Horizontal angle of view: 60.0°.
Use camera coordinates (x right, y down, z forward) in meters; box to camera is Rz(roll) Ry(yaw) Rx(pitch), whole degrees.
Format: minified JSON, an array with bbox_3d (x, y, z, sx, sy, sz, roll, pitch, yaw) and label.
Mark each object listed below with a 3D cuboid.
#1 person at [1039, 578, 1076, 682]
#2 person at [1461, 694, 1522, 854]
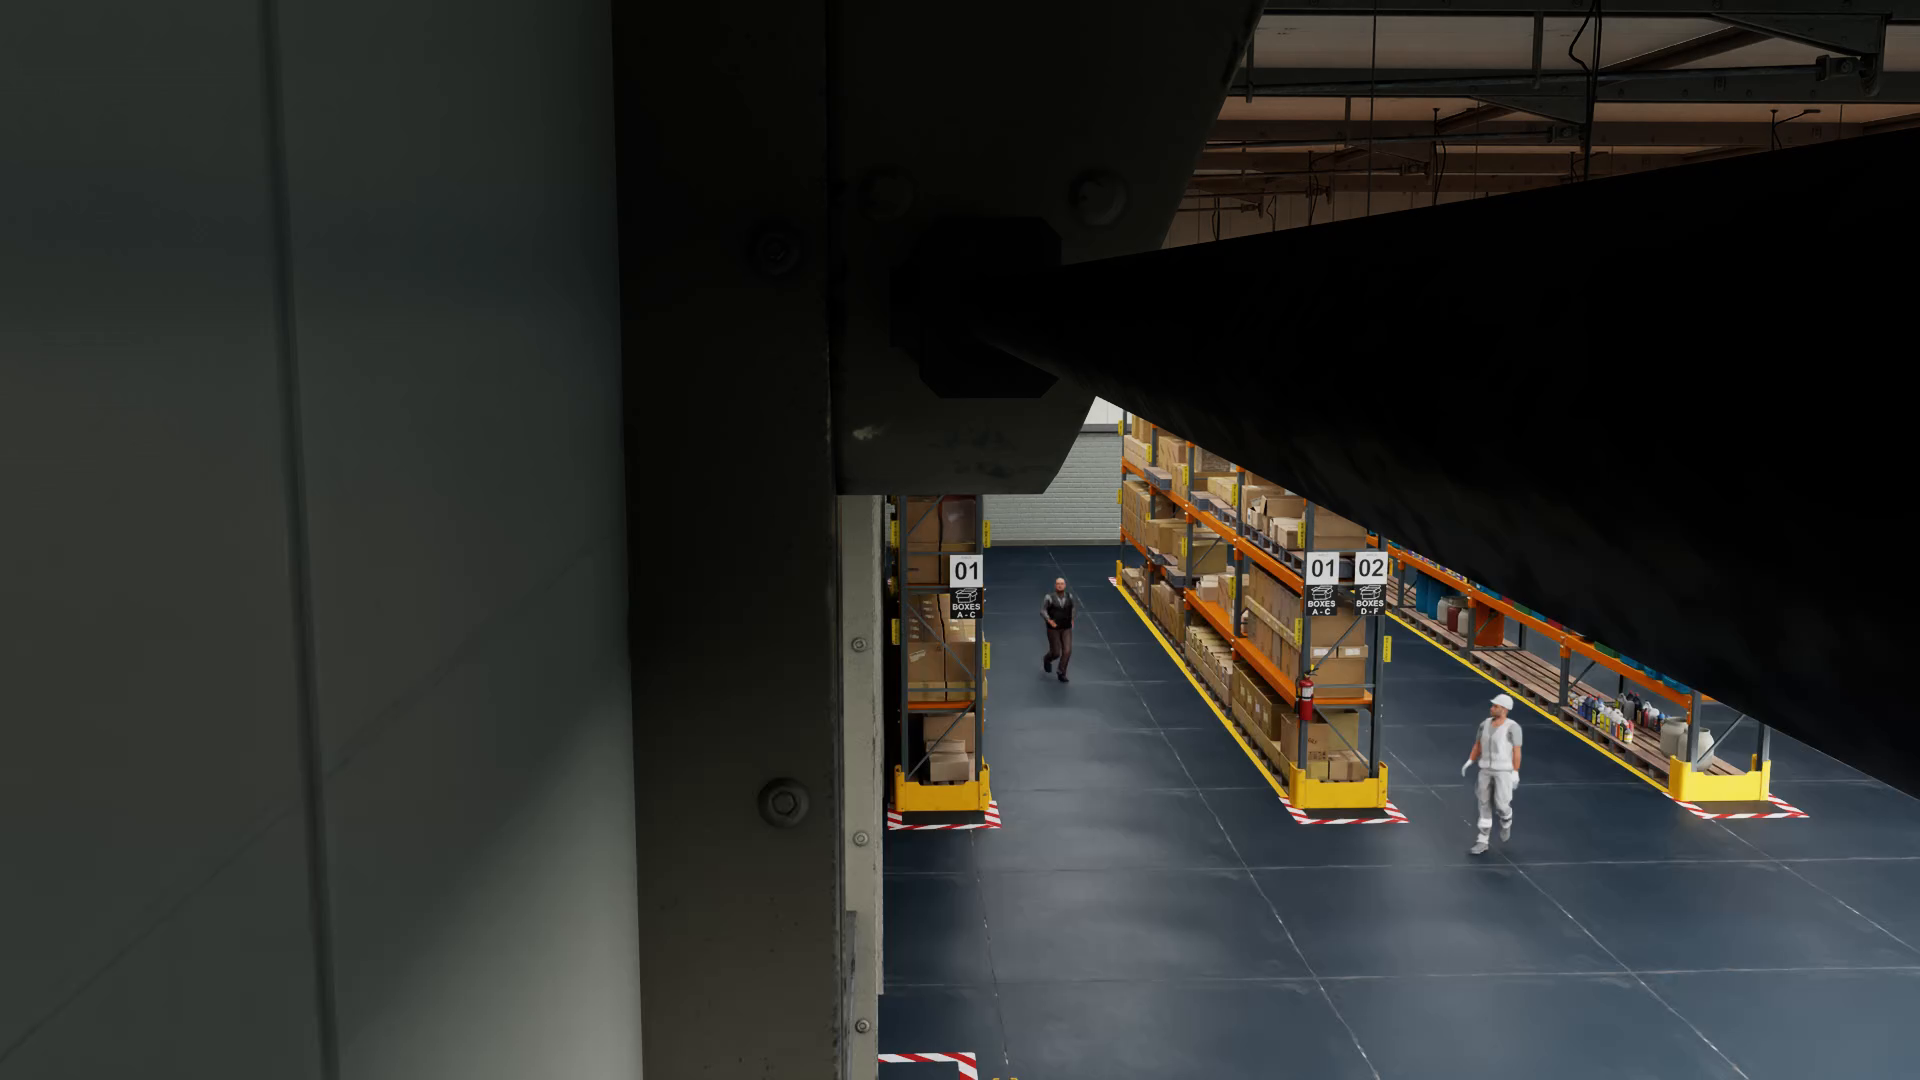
[{"bbox_3d":[1.643,1.464,27.471,0.656,1.689,0.741,-3,9,-22],"label":"person"},{"bbox_3d":[6.056,2.664,19.003,0.629,1.776,0.664,7,11,41],"label":"person"}]
